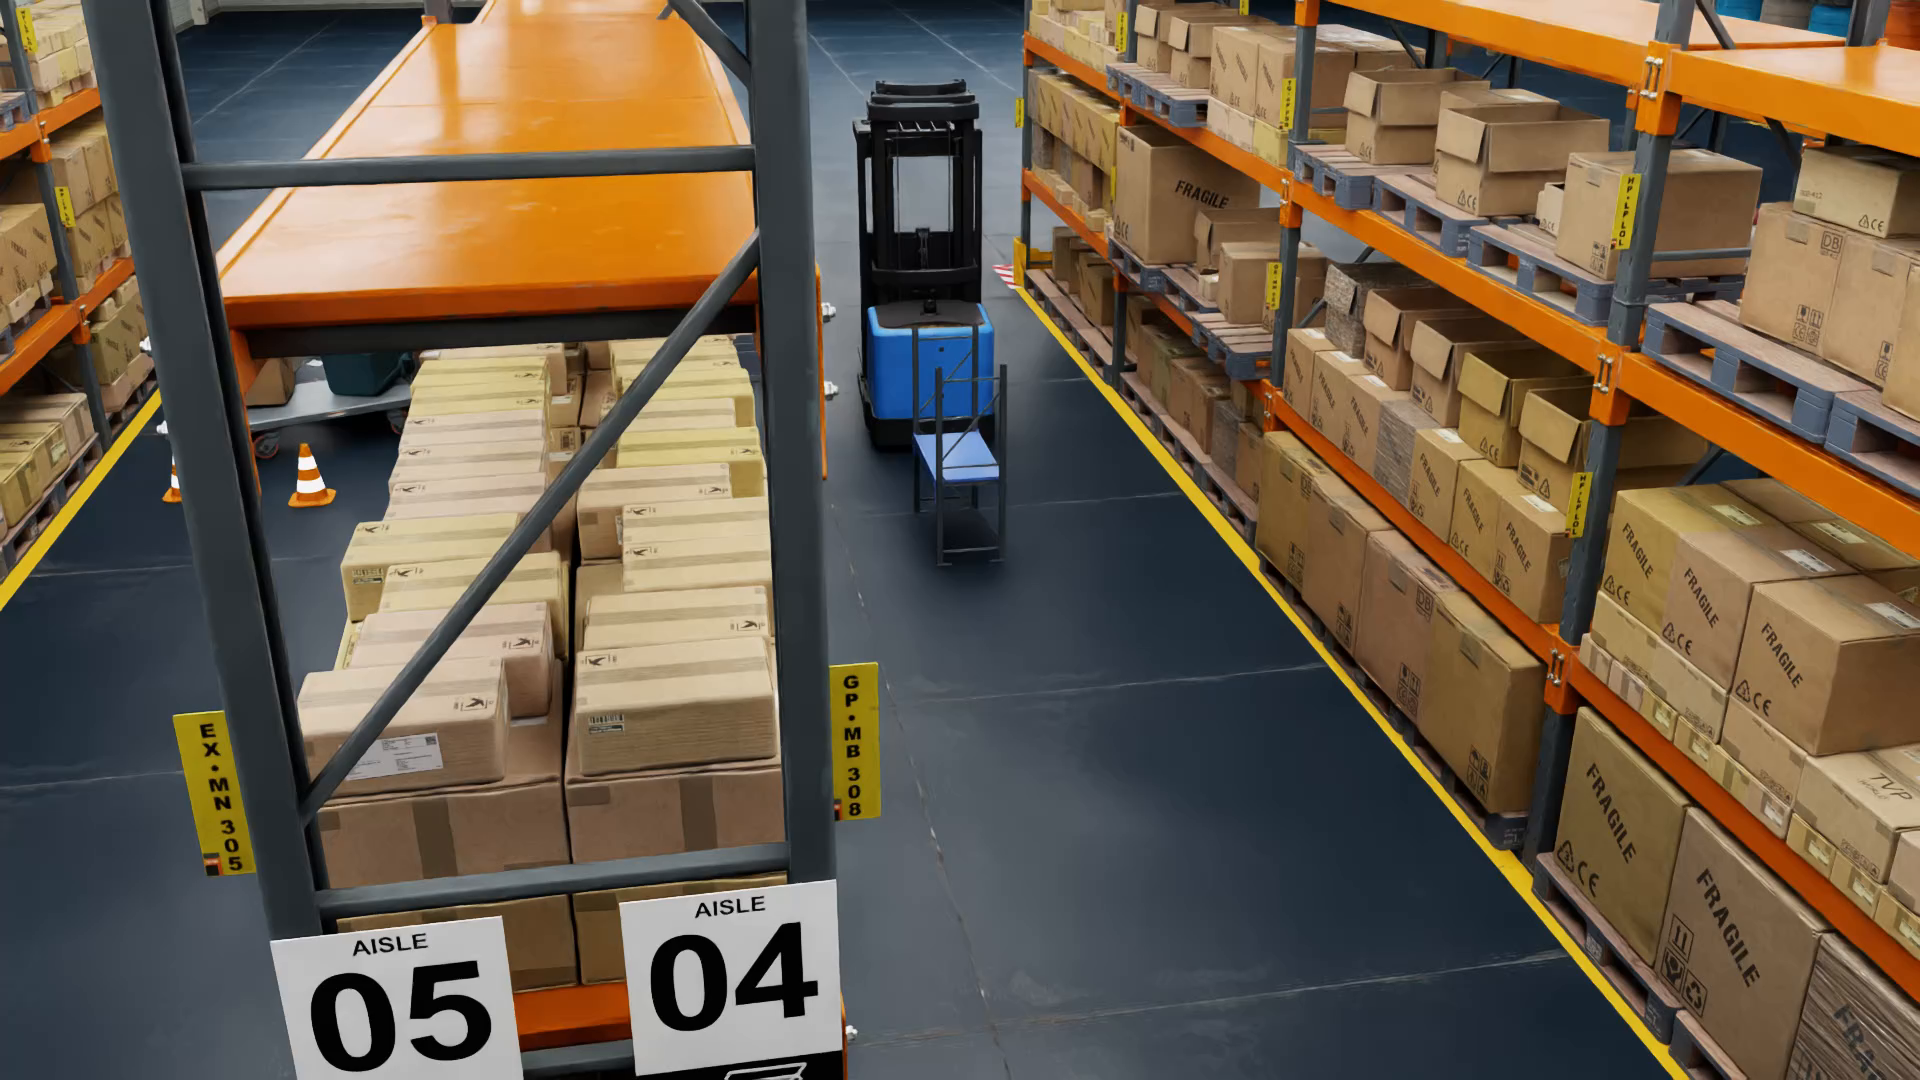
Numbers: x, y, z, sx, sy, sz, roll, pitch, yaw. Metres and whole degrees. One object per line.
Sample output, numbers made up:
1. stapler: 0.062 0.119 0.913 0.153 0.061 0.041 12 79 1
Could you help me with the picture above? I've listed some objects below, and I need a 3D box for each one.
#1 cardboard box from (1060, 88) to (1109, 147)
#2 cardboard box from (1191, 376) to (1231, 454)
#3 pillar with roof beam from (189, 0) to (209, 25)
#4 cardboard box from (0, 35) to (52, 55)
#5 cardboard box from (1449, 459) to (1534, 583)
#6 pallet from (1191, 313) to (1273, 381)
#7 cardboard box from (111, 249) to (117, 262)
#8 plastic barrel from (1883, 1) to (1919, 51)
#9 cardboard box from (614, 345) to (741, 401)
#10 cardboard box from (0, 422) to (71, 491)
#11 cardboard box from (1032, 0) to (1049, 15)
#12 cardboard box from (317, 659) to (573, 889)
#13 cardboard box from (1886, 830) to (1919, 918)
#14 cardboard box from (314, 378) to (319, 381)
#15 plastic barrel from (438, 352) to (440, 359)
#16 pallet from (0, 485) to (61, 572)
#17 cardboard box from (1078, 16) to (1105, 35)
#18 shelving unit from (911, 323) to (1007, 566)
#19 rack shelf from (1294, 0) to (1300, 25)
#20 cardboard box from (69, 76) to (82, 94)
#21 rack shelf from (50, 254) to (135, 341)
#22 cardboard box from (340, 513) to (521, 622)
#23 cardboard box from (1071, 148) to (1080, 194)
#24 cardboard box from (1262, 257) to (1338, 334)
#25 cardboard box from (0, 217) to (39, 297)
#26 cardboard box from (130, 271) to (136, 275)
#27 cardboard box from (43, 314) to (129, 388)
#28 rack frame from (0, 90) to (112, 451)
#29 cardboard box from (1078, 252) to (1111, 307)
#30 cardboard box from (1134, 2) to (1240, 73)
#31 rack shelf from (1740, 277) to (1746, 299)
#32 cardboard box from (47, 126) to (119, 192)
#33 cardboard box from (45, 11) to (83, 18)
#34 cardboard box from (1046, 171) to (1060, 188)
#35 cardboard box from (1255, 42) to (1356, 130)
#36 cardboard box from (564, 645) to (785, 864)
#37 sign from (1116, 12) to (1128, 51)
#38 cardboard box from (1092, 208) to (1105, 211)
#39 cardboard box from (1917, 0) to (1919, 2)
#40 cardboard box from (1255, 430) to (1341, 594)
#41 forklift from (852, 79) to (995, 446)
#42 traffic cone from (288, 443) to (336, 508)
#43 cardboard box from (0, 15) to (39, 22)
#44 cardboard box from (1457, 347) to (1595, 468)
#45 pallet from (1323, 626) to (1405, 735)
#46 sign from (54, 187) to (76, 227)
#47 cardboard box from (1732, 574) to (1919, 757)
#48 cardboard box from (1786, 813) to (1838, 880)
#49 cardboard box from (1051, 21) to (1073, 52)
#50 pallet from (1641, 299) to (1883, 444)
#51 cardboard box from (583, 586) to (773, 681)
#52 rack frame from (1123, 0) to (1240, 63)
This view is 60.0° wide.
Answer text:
1. cardboard box: 1.315 -4.246 16.720 0.500 0.500 0.500 -4 24 -10
2. cardboard box: 2.313 -1.043 13.707 0.700 0.500 0.500 -2 24 -5
3. pillar with roof beam: -15.486 -17.857 42.136 9.100 9.000 0.400 -4 24 -10
4. cardboard box: -7.610 -3.998 13.469 0.380 0.149 0.250 -4 24 -8
5. cardboard box: 2.983 -0.117 8.887 0.500 0.500 0.500 -4 24 -8
6. pallet: 2.447 -1.470 12.350 1.213 0.211 1.003 -4 24 -10
7. cardboard box: -7.807 -2.558 14.915 0.380 0.149 0.250 -4 24 -10
8. plastic barrel: 7.491 -3.820 13.206 0.600 0.830 0.708 -4 24 -10
9. cardboard box: -0.879 -0.493 5.190 0.380 0.149 0.250 -4 24 -10
10. cardboard box: -7.560 -0.625 12.934 0.950 0.372 0.625 -3 24 -6
11. cardboard box: 0.980 -5.686 17.705 0.380 0.149 0.250 -4 24 -9
12. cardboard box: -1.066 0.491 3.435 0.500 0.250 0.500 -5 24 -11
13. cardboard box: 3.624 1.223 5.760 0.500 0.250 0.500 -5 24 -12
14. cardboard box: -5.837 -1.352 15.255 0.396 0.266 0.258 18 29 36
15. plastic barrel: -4.667 -1.683 15.818 0.512 0.421 0.421 13 27 27
16. pallet: -7.421 -0.060 12.367 1.003 0.211 1.213 -4 24 -10
17. cardboard box: 1.350 -4.972 16.070 0.380 0.149 0.250 -3 24 -7
18. shelving unit: -0.016 -0.721 12.269 0.538 1.500 1.048 -4 24 -10
19. rack shelf: 2.313 -4.308 12.512 1.077 0.370 4.000 -4 24 -10
20. cardboard box: -7.806 -3.929 14.307 0.380 0.149 0.250 -5 24 -11
21. rack shelf: -8.166 -2.582 15.556 1.077 0.370 4.000 -4 24 -10
22. cardboard box: -1.234 0.061 3.922 0.380 0.149 0.250 -4 24 -9
23. cardboard box: 1.620 -3.811 16.973 0.875 0.500 0.500 -4 24 -10
24. cardboard box: 2.544 -1.733 12.063 0.500 0.500 0.500 -7 25 -16
25. cardboard box: -7.392 -2.140 12.624 0.500 0.500 0.500 -4 24 -9
26. cardboard box: -7.907 -2.634 15.938 0.380 0.149 0.250 -3 24 -7
27. cardboard box: -7.640 -1.653 14.504 0.500 0.500 0.500 -3 24 -7
28. rack frame: -7.796 -2.125 13.611 1.000 3.000 0.127 -4 24 -10
29. cardboard box: 1.544 -2.752 17.644 0.500 0.500 0.500 -2 24 -5
30. cardboard box: 1.933 -4.281 14.145 0.797 0.503 0.637 -6 24 -12
31. rack shelf: 7.181 -2.109 14.472 1.077 0.370 4.000 -4 24 -10
32. cardboard box: -7.803 -3.357 14.685 0.700 0.500 0.500 -5 24 -11
33. cardboard box: -8.051 -4.704 15.085 0.380 0.149 0.250 -5 24 -11
34. cardboard box: 1.148 -3.891 17.968 0.380 0.149 0.250 -4 24 -10
35. cardboard box: 2.349 -3.104 11.354 0.500 0.500 0.500 -4 24 -8
36. cardboard box: -0.558 0.458 3.511 0.500 0.250 0.500 -4 24 -9
37. sign: 1.411 -4.427 14.487 0.100 0.325 0.005 -4 24 -10
38. cardboard box: 1.518 -3.206 16.400 0.380 0.149 0.250 -4 24 -10
39. cardboard box: 10.978 -6.167 18.293 0.500 0.500 0.500 -4 24 -10
40. cardboard box: 2.790 -0.231 11.404 1.225 0.875 0.875 -5 24 -12
41. forklift: -0.379 -2.699 15.011 1.130 2.935 3.031 -3 24 -6
42. traffic cone: -5.154 -0.538 13.147 0.336 0.463 0.334 -4 24 -10
43. cardboard box: -8.420 -4.568 14.773 0.380 0.149 0.250 -4 24 -9
44. cardboard box: 3.181 -0.739 9.058 0.797 0.503 0.637 -4 24 -9
45. pallet: 2.977 0.787 10.426 1.003 0.211 1.213 -4 24 -10
46. sign: -7.251 -2.698 13.476 0.100 0.325 0.005 -4 24 -10
47. cardboard box: 3.444 0.483 6.518 0.500 0.500 0.500 -5 24 -11
48. cardboard box: 3.440 1.157 6.409 0.380 0.149 0.250 -5 24 -11
49. cardboard box: 1.228 -5.132 16.934 0.500 0.250 0.500 -4 24 -10
50. pallet: 3.564 -0.723 6.764 1.003 0.211 1.213 -4 24 -10
51. cardboard box: -0.596 0.225 3.546 0.380 0.149 0.250 -3 24 -8
52. rack frame: 1.943 -5.608 14.089 1.000 3.000 0.127 -4 24 -10
